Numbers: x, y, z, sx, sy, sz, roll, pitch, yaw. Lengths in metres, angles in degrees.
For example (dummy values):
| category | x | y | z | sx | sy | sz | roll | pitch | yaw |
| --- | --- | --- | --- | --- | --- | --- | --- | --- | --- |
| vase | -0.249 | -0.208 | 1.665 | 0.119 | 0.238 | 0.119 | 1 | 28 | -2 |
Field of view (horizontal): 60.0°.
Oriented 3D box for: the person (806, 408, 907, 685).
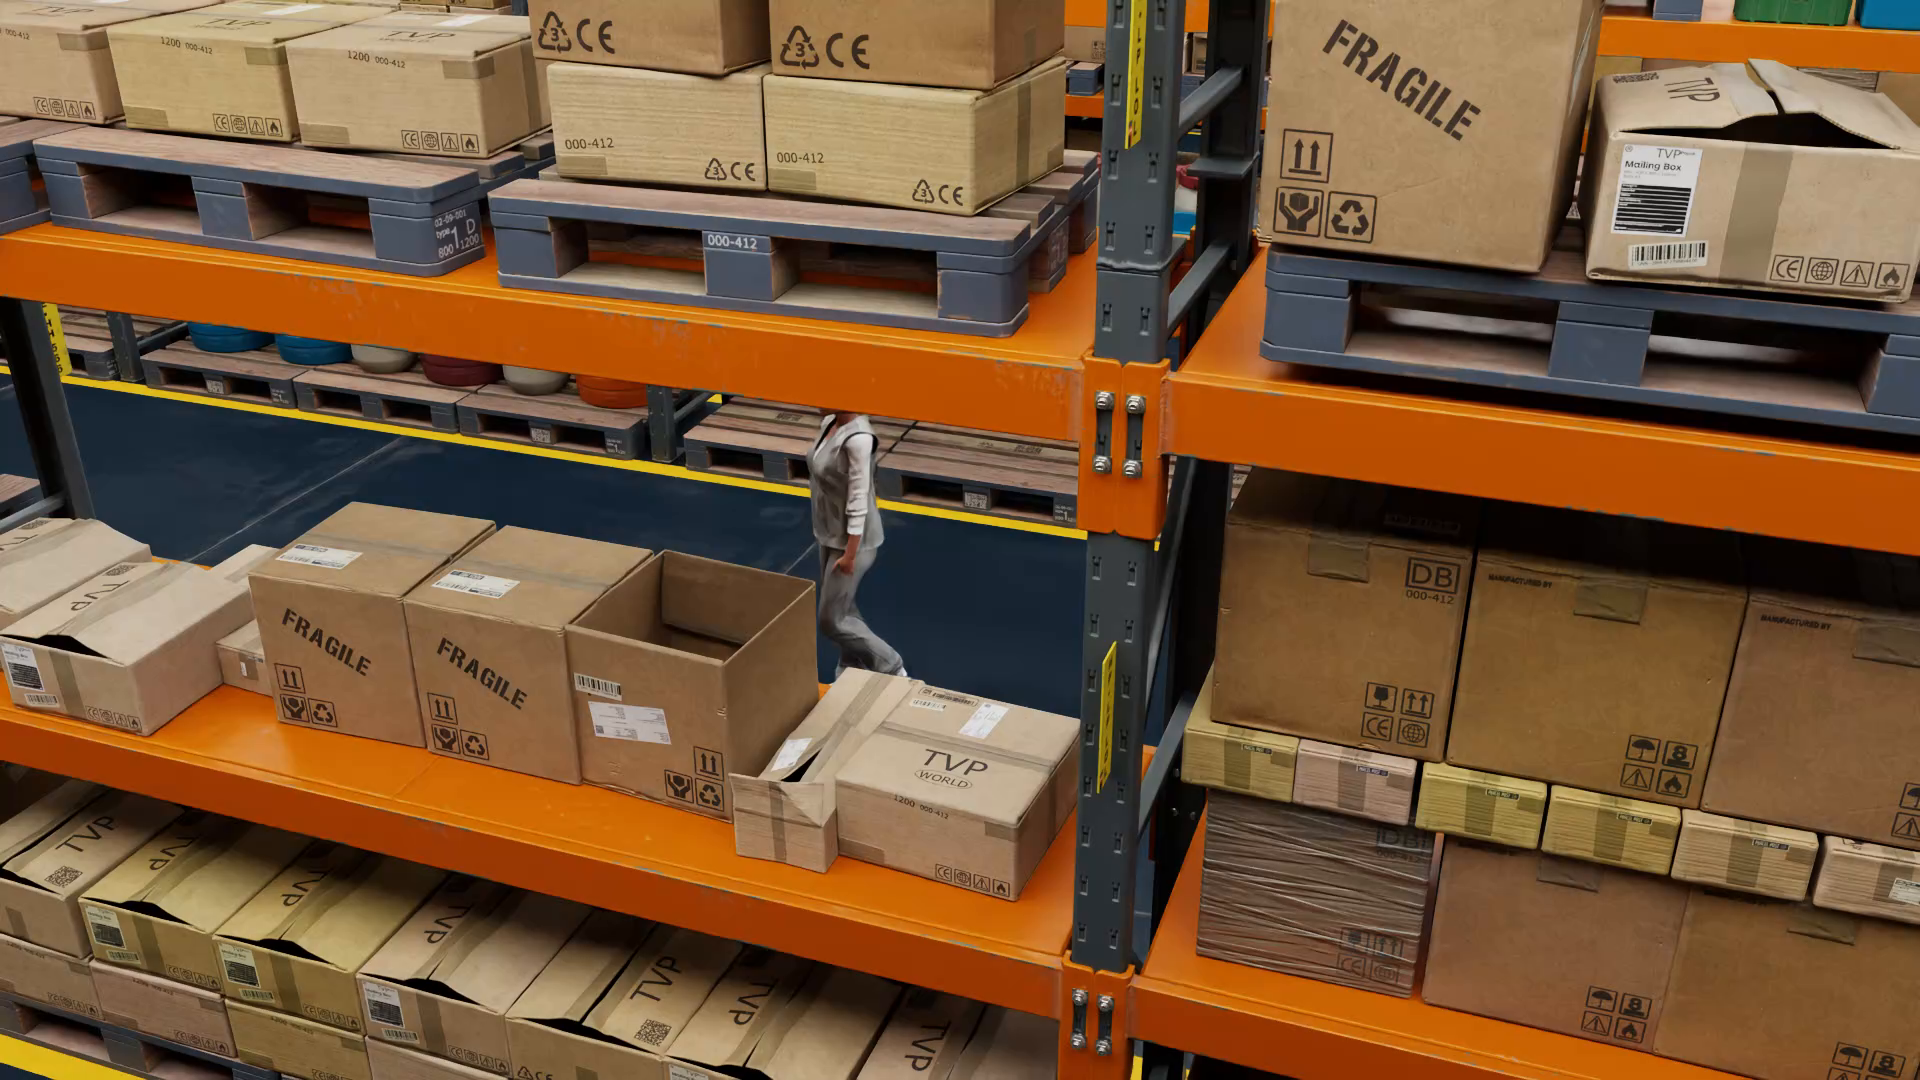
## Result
| category | x | y | z | sx | sy | sz | roll | pitch | yaw |
| --- | --- | --- | --- | --- | --- | --- | --- | --- | --- |
| person | -0.474 | -0.001 | 7.100 | 0.419 | 1.598 | 0.435 | -9 | 28 | -18 |
